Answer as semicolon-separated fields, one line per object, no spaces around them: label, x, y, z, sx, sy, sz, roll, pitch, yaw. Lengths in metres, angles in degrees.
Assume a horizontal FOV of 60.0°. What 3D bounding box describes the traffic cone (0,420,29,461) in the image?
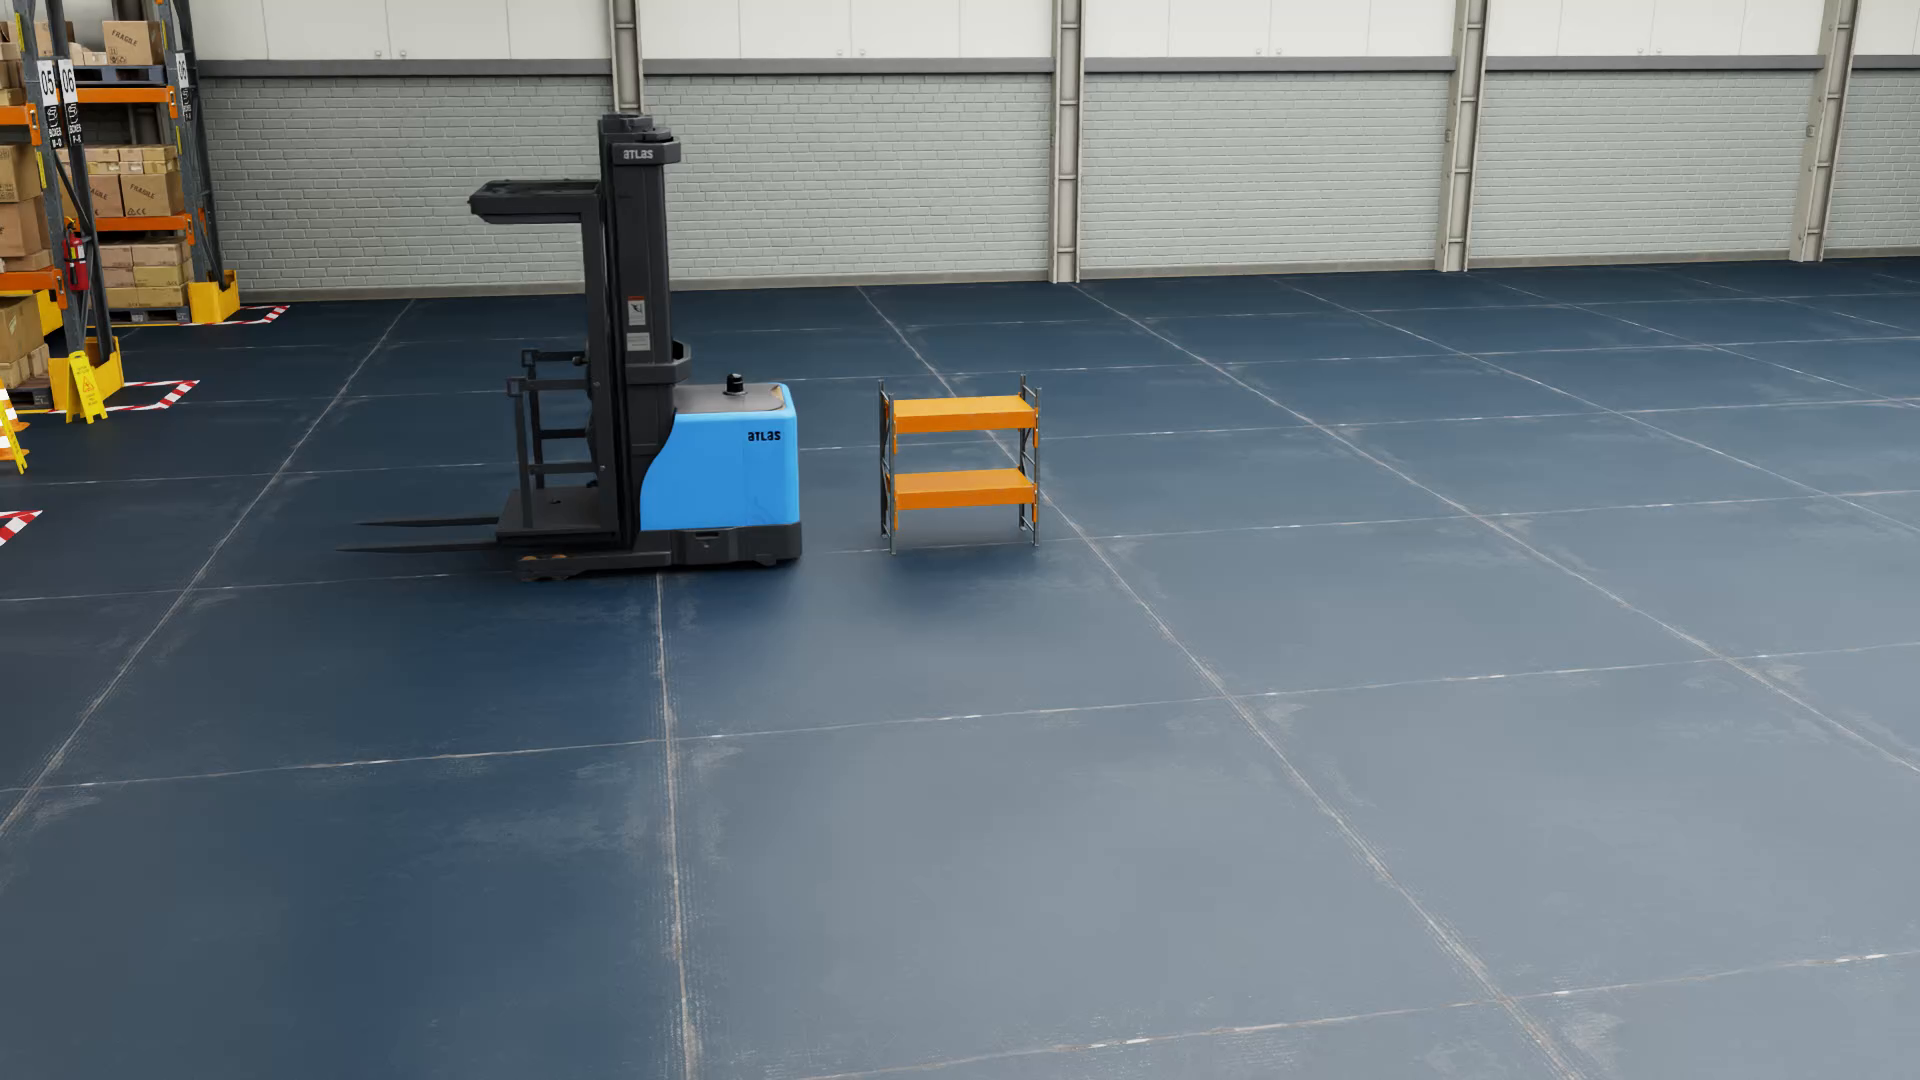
traffic cone;-8.122;-0.933;14.061;0.334;0.463;0.336;-3;17;-10

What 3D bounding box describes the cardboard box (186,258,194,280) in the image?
cardboard box;-9.935;-3.432;20.993;0.500;0.250;0.500;-3;17;-9

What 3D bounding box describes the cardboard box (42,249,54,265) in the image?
cardboard box;-8.862;-2.763;16.127;0.250;0.149;0.380;-3;17;-10

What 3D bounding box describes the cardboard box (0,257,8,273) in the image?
cardboard box;-9.043;-2.594;15.575;0.250;0.149;0.380;-3;17;-11

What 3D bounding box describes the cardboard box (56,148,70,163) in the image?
cardboard box;-10.727;-4.608;19.925;0.250;0.149;0.380;-3;17;-9

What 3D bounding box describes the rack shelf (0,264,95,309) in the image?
rack shelf;-10.453;-2.387;15.700;4.000;0.370;1.077;-3;17;-10

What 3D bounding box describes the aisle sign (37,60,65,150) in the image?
aisle sign;-8.373;-4.005;15.314;0.004;0.787;0.394;-3;17;-10

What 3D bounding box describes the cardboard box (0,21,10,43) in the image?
cardboard box;-11.429;-5.860;19.612;0.637;0.503;0.797;-3;17;-9

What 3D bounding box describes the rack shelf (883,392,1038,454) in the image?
rack shelf;-0.007;-0.817;11.559;1.000;0.278;0.538;-3;17;-10

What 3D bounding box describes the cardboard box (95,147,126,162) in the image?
cardboard box;-10.234;-4.647;20.052;0.250;0.149;0.380;-3;17;-9

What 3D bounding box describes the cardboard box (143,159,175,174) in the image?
cardboard box;-9.721;-4.531;20.179;0.250;0.149;0.380;-3;17;-10

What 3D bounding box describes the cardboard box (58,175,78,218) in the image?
cardboard box;-10.882;-4.163;20.086;0.500;0.500;0.500;-4;17;-11

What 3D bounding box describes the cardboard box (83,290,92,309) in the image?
cardboard box;-10.819;-2.992;20.412;0.500;0.250;0.500;-3;17;-10

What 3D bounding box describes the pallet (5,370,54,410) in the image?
pallet;-9.368;-1.470;16.239;1.213;0.211;1.003;-3;17;-10

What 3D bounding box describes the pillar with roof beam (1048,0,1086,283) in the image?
pillar with roof beam;2.310;-6.789;18.590;0.400;9.000;9.100;-3;17;-10

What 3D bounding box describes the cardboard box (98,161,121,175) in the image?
cardboard box;-10.233;-4.511;20.116;0.250;0.149;0.380;-3;17;-9

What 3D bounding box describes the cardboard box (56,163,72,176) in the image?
cardboard box;-10.732;-4.472;19.989;0.250;0.149;0.380;-4;17;-12

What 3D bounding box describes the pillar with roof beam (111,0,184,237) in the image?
pillar with roof beam;-9.472;-6.121;16.413;0.400;9.000;9.100;-3;17;-10

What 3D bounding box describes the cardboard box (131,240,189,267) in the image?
cardboard box;-9.827;-3.522;20.434;0.500;0.250;0.500;-3;17;-9

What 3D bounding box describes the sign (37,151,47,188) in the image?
sign;-8.403;-3.386;15.216;0.005;0.325;0.100;-3;17;-10

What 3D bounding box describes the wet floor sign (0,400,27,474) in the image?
wet floor sign;-7.798;-0.868;13.539;0.232;0.644;0.267;-6;18;-20

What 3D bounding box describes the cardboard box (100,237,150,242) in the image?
cardboard box;-10.432;-3.636;20.807;0.500;0.250;0.500;-3;17;-10

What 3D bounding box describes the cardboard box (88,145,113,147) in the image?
cardboard box;-10.570;-4.783;20.493;0.250;0.149;0.380;-3;17;-10

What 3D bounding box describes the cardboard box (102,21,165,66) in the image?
cardboard box;-9.823;-5.908;19.775;0.500;0.500;0.500;-3;17;-9

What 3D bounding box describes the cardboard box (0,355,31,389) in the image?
cardboard box;-9.255;-1.605;15.896;0.500;0.250;0.500;-3;17;-11

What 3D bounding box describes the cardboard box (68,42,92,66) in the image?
cardboard box;-10.439;-5.743;19.637;0.258;0.266;0.396;-3;17;-10

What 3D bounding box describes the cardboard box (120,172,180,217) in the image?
cardboard box;-9.868;-4.218;20.265;0.500;0.500;0.500;-4;17;-12

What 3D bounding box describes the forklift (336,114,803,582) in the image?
forklift;-2.630;-1.293;11.029;3.031;2.935;1.130;-3;17;-9

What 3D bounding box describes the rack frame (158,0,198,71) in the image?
rack frame;-9.434;-7.141;19.734;0.127;3.000;1.000;-3;17;-10

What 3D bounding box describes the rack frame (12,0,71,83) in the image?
rack frame;-8.489;-5.710;15.076;0.127;3.000;1.000;-3;17;-10

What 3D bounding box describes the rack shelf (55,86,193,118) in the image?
rack shelf;-11.398;-5.252;19.918;4.000;0.370;1.077;-3;17;-10

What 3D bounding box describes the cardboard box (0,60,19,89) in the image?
cardboard box;-8.940;-4.241;15.149;0.500;0.250;0.500;-3;17;-11

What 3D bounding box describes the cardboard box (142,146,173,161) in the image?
cardboard box;-9.746;-4.692;20.199;0.250;0.149;0.380;-3;17;-10

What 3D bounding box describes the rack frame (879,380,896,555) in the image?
rack frame;-0.506;-0.509;11.553;0.032;1.125;0.500;-3;17;-10

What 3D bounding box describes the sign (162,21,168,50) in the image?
sign;-9.345;-5.935;19.545;0.005;0.325;0.100;-3;17;-10

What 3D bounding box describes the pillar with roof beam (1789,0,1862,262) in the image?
pillar with roof beam;14.092;-7.458;20.766;0.400;9.000;9.100;-3;17;-10

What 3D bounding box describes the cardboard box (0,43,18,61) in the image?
cardboard box;-8.765;-4.433;15.098;0.250;0.149;0.380;-3;17;-10

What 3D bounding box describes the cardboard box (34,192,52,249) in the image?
cardboard box;-9.007;-3.086;16.073;0.500;0.500;0.500;-4;17;-11

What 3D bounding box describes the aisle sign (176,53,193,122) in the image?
aisle sign;-9.314;-5.435;19.970;0.004;0.787;0.394;-3;17;-10

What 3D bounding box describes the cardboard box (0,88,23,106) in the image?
cardboard box;-8.786;-4.056;15.226;0.250;0.149;0.380;-3;17;-10

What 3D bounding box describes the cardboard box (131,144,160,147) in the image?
cardboard box;-10.077;-4.819;20.612;0.250;0.149;0.380;-3;17;-9

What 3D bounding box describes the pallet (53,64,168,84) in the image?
pallet;-10.133;-5.633;20.084;1.213;0.211;1.003;-3;17;-10

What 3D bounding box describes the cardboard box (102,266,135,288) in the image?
cardboard box;-10.347;-3.256;20.421;0.500;0.250;0.500;-3;17;-11

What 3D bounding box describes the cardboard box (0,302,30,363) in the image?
cardboard box;-9.226;-1.967;15.799;0.500;0.500;0.500;-3;17;-10

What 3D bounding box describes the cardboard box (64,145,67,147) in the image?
cardboard box;-11.101;-4.775;20.467;0.250;0.149;0.380;-4;17;-12

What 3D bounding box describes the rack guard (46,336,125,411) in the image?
rack guard;-8.564;-1.643;16.310;0.348;0.500;1.175;-3;17;-10

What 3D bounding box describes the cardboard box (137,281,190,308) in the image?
cardboard box;-9.836;-3.042;20.575;0.500;0.250;0.500;-3;17;-10

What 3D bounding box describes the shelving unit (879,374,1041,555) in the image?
shelving unit;-0.007;-0.537;11.645;1.048;1.125;0.538;-3;17;-10
